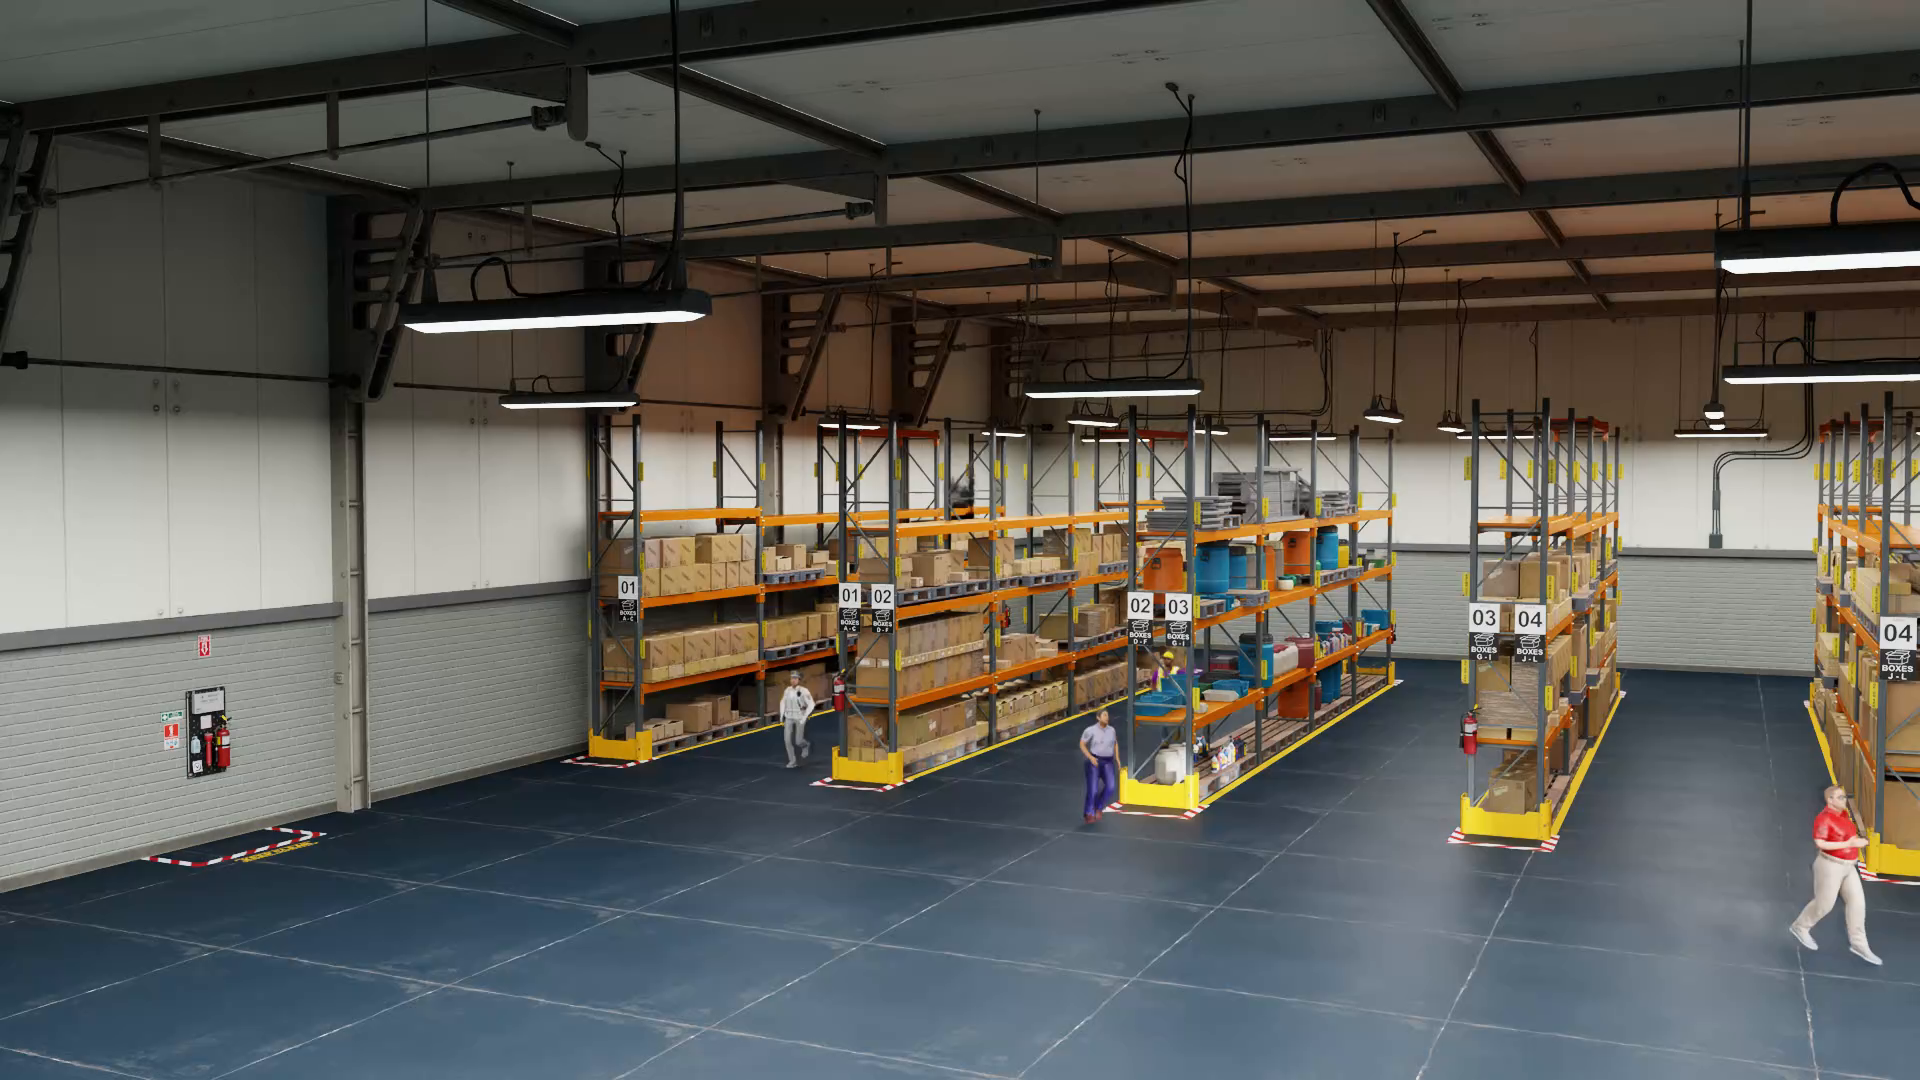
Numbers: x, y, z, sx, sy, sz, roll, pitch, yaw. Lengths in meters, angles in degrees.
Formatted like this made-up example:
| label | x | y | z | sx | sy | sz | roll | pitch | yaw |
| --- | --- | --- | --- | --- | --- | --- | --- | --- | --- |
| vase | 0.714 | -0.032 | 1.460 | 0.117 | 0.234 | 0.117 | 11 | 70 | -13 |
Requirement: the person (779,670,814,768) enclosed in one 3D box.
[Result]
| label | x | y | z | sx | sy | sz | roll | pitch | yaw |
| --- | --- | --- | --- | --- | --- | --- | --- | --- | --- |
| person | -2.765 | 3.012 | 28.196 | 0.656 | 1.636 | 0.656 | 1 | 2 | 18 |

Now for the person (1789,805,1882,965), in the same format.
| label | x | y | z | sx | sy | sz | roll | pitch | yaw |
| --- | --- | --- | --- | --- | --- | --- | --- | --- | --- |
| person | 9.003 | 3.510 | 17.101 | 0.630 | 1.542 | 0.894 | -1 | 3 | -30 |

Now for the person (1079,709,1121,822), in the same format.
| label | x | y | z | sx | sy | sz | roll | pitch | yaw |
| --- | --- | --- | --- | --- | --- | --- | --- | --- | --- |
| person | 2.023 | 3.230 | 23.806 | 0.644 | 1.586 | 0.480 | -1 | 2 | -17 |

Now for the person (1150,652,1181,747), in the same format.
| label | x | y | z | sx | sy | sz | roll | pitch | yaw |
| --- | --- | --- | --- | --- | --- | --- | --- | --- | --- |
| person | 3.790 | 2.894 | 30.325 | 0.700 | 1.719 | 0.625 | 1 | 3 | 26 |
